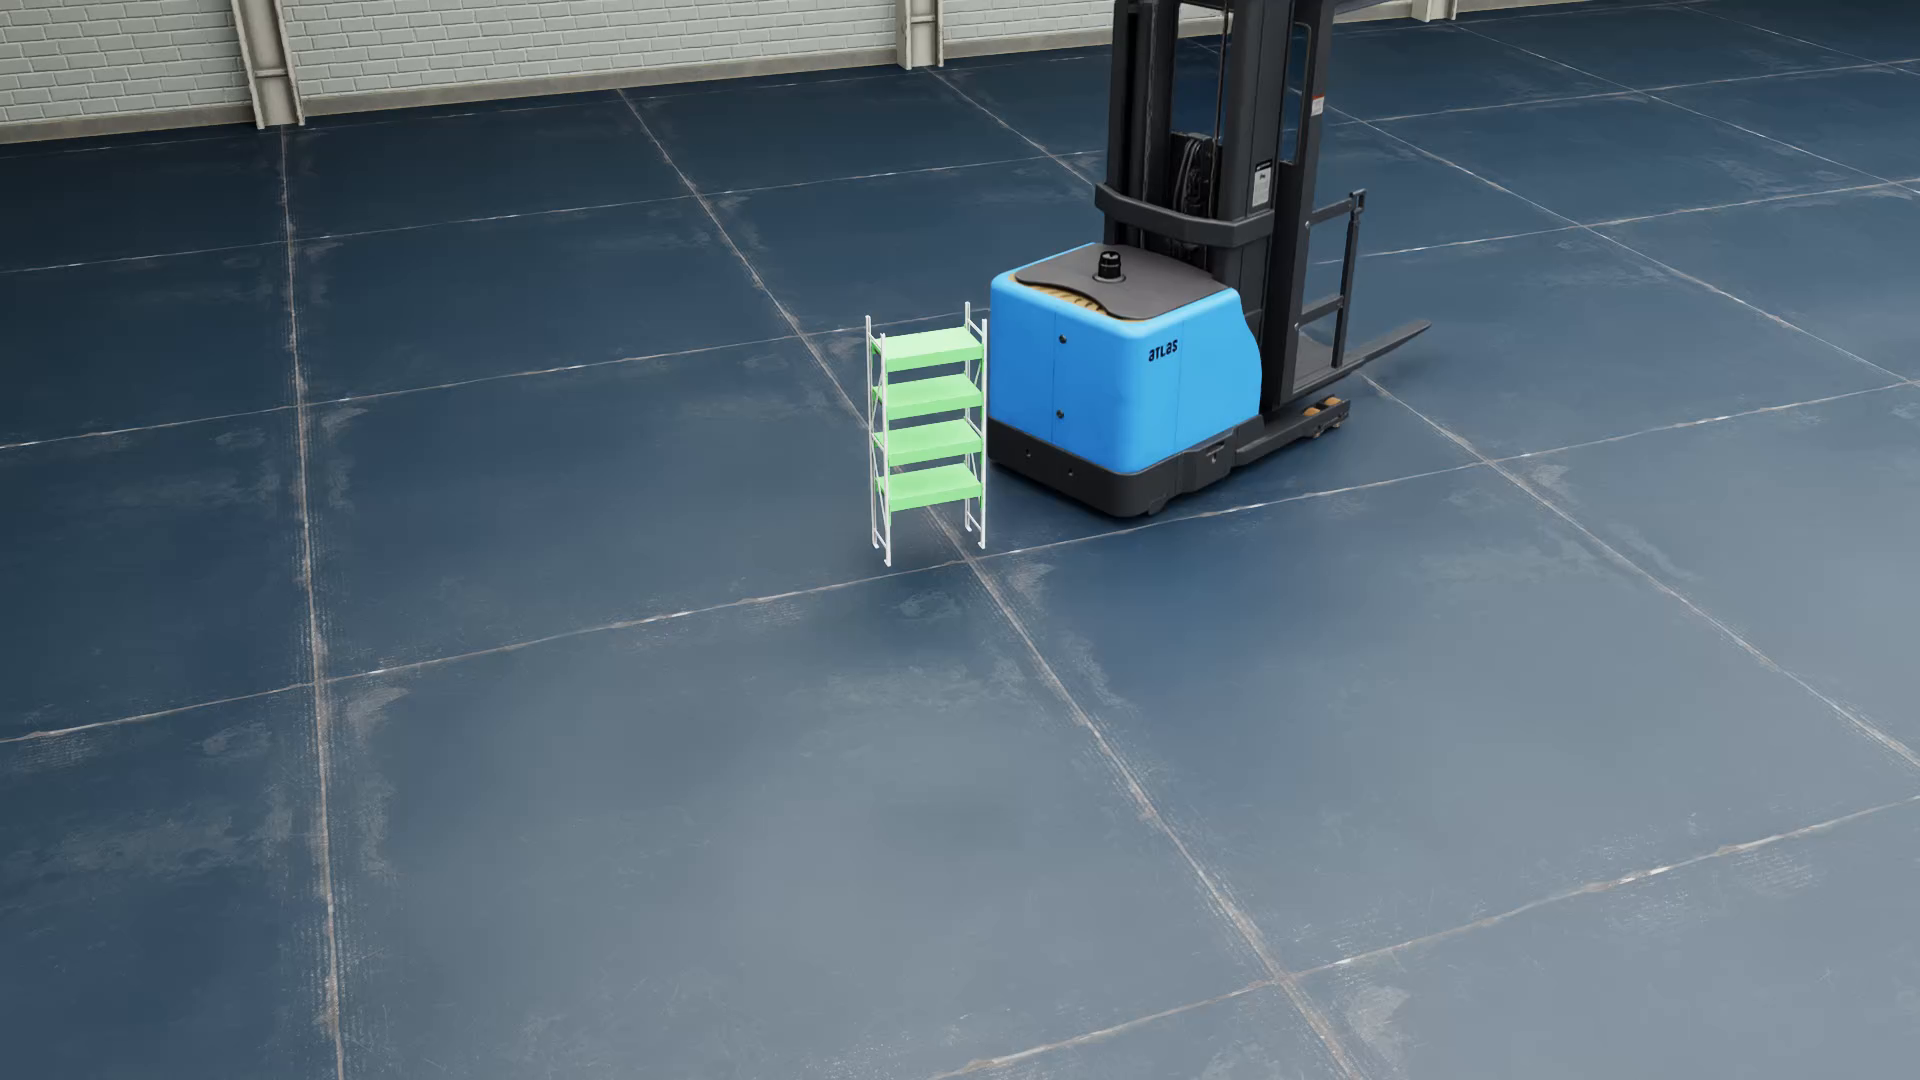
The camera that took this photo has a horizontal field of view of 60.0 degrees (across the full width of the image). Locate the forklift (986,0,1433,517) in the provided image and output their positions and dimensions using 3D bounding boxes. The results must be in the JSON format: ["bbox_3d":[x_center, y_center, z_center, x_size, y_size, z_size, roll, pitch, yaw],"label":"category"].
[{"bbox_3d":[1.554,-2.007,8.812,3.031,2.935,1.130,-25,38,-37],"label":"forklift"}]

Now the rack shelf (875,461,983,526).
[{"bbox_3d":[-0.155,-0.229,8.053,0.480,0.148,0.258,-10,31,-18],"label":"rack shelf"}]

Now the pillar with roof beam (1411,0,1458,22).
[{"bbox_3d":[6.726,-7.689,12.655,0.400,9.000,9.100,-10,31,-18],"label":"pillar with roof beam"}]

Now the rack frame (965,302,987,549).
[{"bbox_3d":[0.074,-0.535,7.977,0.015,1.200,0.240,-10,31,-18],"label":"rack frame"}]

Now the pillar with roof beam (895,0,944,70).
[{"bbox_3d":[1.102,-6.653,10.837,0.400,9.000,9.100,-10,31,-18],"label":"pillar with roof beam"}]

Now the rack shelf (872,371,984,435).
[{"bbox_3d":[-0.155,-0.646,7.816,0.480,0.148,0.258,-10,31,-18],"label":"rack shelf"}]

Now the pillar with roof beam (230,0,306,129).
[{"bbox_3d":[-4.521,-5.618,9.020,0.400,9.000,9.100,-10,31,-18],"label":"pillar with roof beam"}]

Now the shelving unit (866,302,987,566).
[{"bbox_3d":[-0.155,-0.493,7.903,0.503,1.200,0.258,-10,31,-18],"label":"shelving unit"}]

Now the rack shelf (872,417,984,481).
[{"bbox_3d":[-0.155,-0.437,7.934,0.480,0.148,0.258,-10,31,-18],"label":"rack shelf"}]

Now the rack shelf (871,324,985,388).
[{"bbox_3d":[-0.155,-0.854,7.697,0.480,0.148,0.258,-10,31,-18],"label":"rack shelf"}]

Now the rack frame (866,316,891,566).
[{"bbox_3d":[-0.384,-0.451,7.829,0.015,1.200,0.240,-10,31,-18],"label":"rack frame"}]
